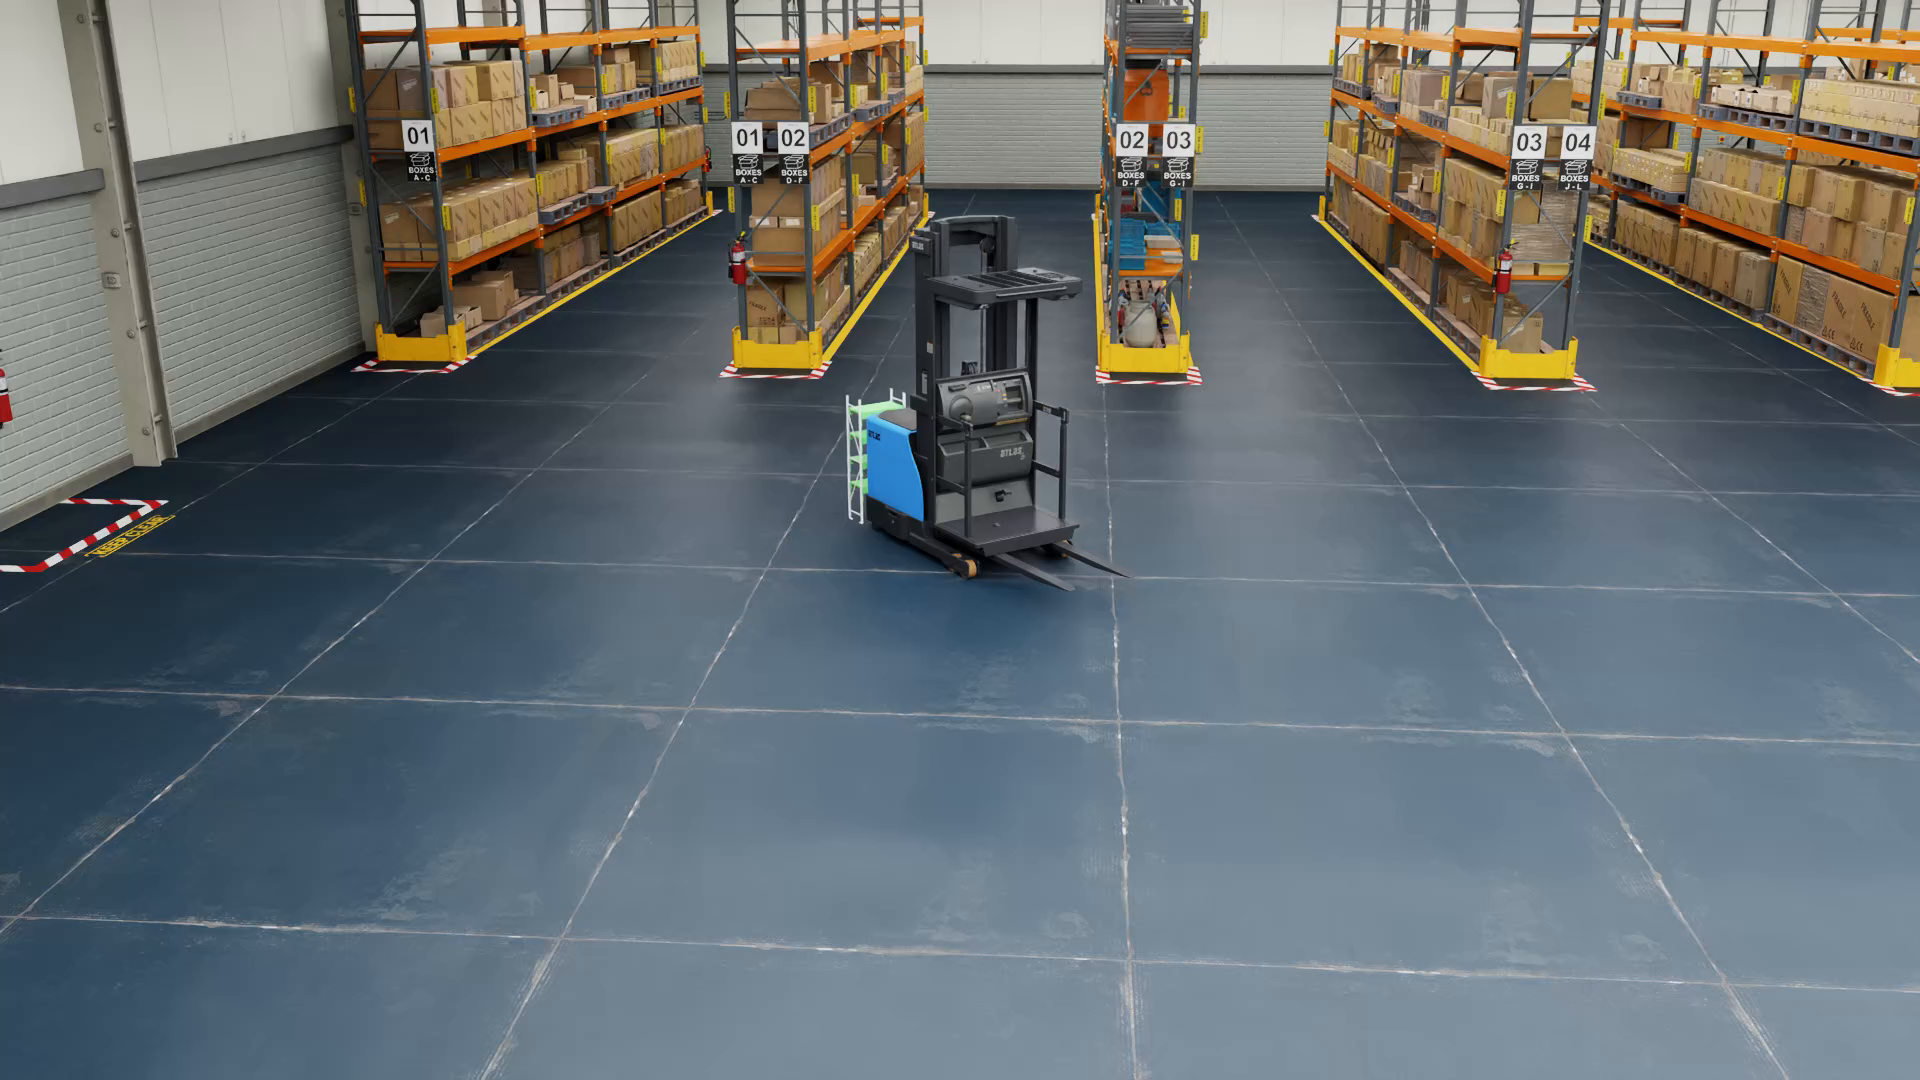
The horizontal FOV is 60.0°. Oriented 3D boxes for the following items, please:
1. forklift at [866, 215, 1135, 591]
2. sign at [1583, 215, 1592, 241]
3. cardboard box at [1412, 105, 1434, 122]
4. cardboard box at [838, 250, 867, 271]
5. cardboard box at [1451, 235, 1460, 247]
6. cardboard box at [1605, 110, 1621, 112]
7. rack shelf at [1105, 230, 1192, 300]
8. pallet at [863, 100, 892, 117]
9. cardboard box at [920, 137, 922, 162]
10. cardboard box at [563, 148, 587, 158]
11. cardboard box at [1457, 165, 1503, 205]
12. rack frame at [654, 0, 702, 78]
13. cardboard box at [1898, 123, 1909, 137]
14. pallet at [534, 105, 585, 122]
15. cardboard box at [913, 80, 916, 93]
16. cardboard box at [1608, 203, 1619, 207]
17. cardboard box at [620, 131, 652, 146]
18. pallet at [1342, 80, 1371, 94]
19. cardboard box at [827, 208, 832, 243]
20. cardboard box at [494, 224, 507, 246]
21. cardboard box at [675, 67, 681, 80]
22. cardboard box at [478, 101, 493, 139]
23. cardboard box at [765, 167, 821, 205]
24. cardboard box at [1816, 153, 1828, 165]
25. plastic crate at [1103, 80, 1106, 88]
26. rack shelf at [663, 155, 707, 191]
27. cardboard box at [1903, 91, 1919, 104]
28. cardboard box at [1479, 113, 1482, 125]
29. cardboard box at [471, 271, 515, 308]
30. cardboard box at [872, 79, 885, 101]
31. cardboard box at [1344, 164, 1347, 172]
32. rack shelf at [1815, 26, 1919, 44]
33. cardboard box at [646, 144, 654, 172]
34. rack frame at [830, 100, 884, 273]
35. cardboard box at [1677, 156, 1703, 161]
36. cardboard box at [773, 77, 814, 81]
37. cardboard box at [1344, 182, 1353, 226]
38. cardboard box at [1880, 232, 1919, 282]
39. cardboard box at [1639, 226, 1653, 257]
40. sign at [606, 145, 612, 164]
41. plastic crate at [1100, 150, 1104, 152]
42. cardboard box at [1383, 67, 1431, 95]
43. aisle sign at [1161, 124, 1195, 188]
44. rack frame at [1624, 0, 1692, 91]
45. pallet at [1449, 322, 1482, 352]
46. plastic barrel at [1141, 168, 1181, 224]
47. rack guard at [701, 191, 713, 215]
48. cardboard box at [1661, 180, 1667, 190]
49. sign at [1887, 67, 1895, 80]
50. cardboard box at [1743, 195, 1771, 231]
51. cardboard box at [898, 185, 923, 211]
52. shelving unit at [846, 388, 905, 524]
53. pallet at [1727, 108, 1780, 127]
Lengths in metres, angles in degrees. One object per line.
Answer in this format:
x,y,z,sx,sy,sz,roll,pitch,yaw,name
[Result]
0.339,-1.228,14.291,1.130,2.935,3.031,-11,21,-31,forklift
7.971,-3.965,21.143,0.100,0.325,0.005,1,18,4,sign
7.652,-6.945,27.051,0.500,0.250,0.500,2,18,5,cardboard box
-1.808,-4.629,27.400,0.500,0.311,0.500,1,18,2,cardboard box
7.313,-4.318,24.016,0.380,0.149,0.250,1,18,4,cardboard box
13.696,-8.752,34.898,0.500,0.500,0.500,1,18,2,cardboard box
2.633,-3.956,23.660,1.077,0.370,4.000,1,18,4,rack shelf
-1.836,-7.396,28.489,1.213,0.211,1.003,2,18,6,pallet
-1.098,-8.499,36.208,0.500,0.500,0.500,1,18,4,cardboard box
-6.813,-6.839,29.396,0.380,0.149,0.250,-1,18,-3,cardboard box
7.360,-5.027,23.532,0.500,0.500,0.500,1,18,4,cardboard box
-6.245,-11.718,36.559,1.000,3.000,0.127,1,18,4,rack frame
12.075,-5.166,20.949,0.380,0.149,0.250,1,18,4,cardboard box
-6.883,-6.988,27.242,1.213,0.211,1.003,1,18,4,pallet
-1.199,-9.481,34.789,0.500,0.250,0.500,1,18,4,cardboard box
13.599,-6.865,34.333,0.380,0.149,0.250,1,18,4,cardboard box
-6.356,-7.870,32.576,0.500,0.250,0.500,2,18,5,cardboard box
8.450,-9.308,34.164,1.003,0.211,1.213,1,18,4,pallet
-2.260,-4.620,24.373,0.700,0.500,0.500,2,18,5,cardboard box
-6.936,-4.457,24.243,0.500,0.250,0.500,1,18,4,cardboard box
-6.139,-9.752,34.783,0.500,0.250,0.500,1,18,2,cardboard box
-6.994,-5.972,23.650,0.500,0.500,0.500,2,18,7,cardboard box
-2.333,-4.933,23.244,0.700,0.500,0.500,1,18,4,cardboard box
18.078,-7.903,34.392,0.500,0.500,0.500,1,18,4,cardboard box
3.170,-9.333,34.290,0.437,0.282,0.530,1,18,4,plastic crate
-6.388,-7.904,35.709,1.077,0.370,4.000,1,18,4,rack shelf
12.075,-5.545,20.827,0.380,0.149,0.250,1,18,4,cardboard box
7.346,-5.771,22.829,0.380,0.149,0.250,2,18,5,cardboard box
-7.139,-3.838,25.453,0.500,0.500,0.500,0,18,0,cardboard box
-1.843,-8.040,29.993,0.910,0.500,0.500,1,18,4,cardboard box
8.059,-7.595,34.015,0.380,0.149,0.250,2,18,5,cardboard box
18.318,-10.012,33.150,1.077,0.370,4.000,1,18,4,rack shelf
-6.340,-7.515,32.698,0.500,0.500,0.500,1,18,4,cardboard box
-1.877,-6.273,29.576,1.000,3.000,0.127,1,18,4,rack frame
13.284,-6.896,30.252,0.380,0.149,0.250,1,18,3,cardboard box
-2.463,-6.619,24.756,0.500,0.500,0.500,3,18,8,cardboard box
8.482,-6.965,34.428,0.875,0.875,0.875,1,18,4,cardboard box
12.352,-3.611,21.213,0.875,0.550,0.550,1,18,4,cardboard box
12.793,-5.456,30.424,0.500,0.500,0.500,0,18,1,cardboard box
-6.276,-6.886,29.714,0.100,0.325,0.005,1,18,4,sign
3.244,-8.321,35.999,0.416,0.233,0.300,1,18,4,plastic crate
8.129,-8.359,30.287,0.797,0.503,0.637,1,18,3,cardboard box
2.777,-4.883,21.160,0.394,0.787,0.004,1,18,4,aisle sign
13.230,-10.002,31.321,1.000,3.000,0.127,1,18,4,rack frame
7.619,-2.894,23.742,1.003,0.211,1.213,1,18,4,pallet
3.107,-5.270,25.711,0.600,0.901,0.708,1,18,4,plastic barrel
-6.243,-7.686,37.905,1.175,0.500,0.348,1,18,4,rack guard
12.540,-6.229,29.172,0.380,0.149,0.250,1,18,4,cardboard box
17.621,-8.792,31.490,0.100,0.325,0.005,1,18,4,sign
12.464,-5.038,25.649,0.500,0.500,0.500,1,18,3,cardboard box
-1.097,-7.604,36.947,0.500,0.500,0.500,1,18,4,cardboard box
-0.788,-0.793,15.743,0.503,1.200,0.258,-12,22,-33,shelving unit
12.873,-6.695,26.352,1.003,0.211,1.213,2,18,6,pallet
